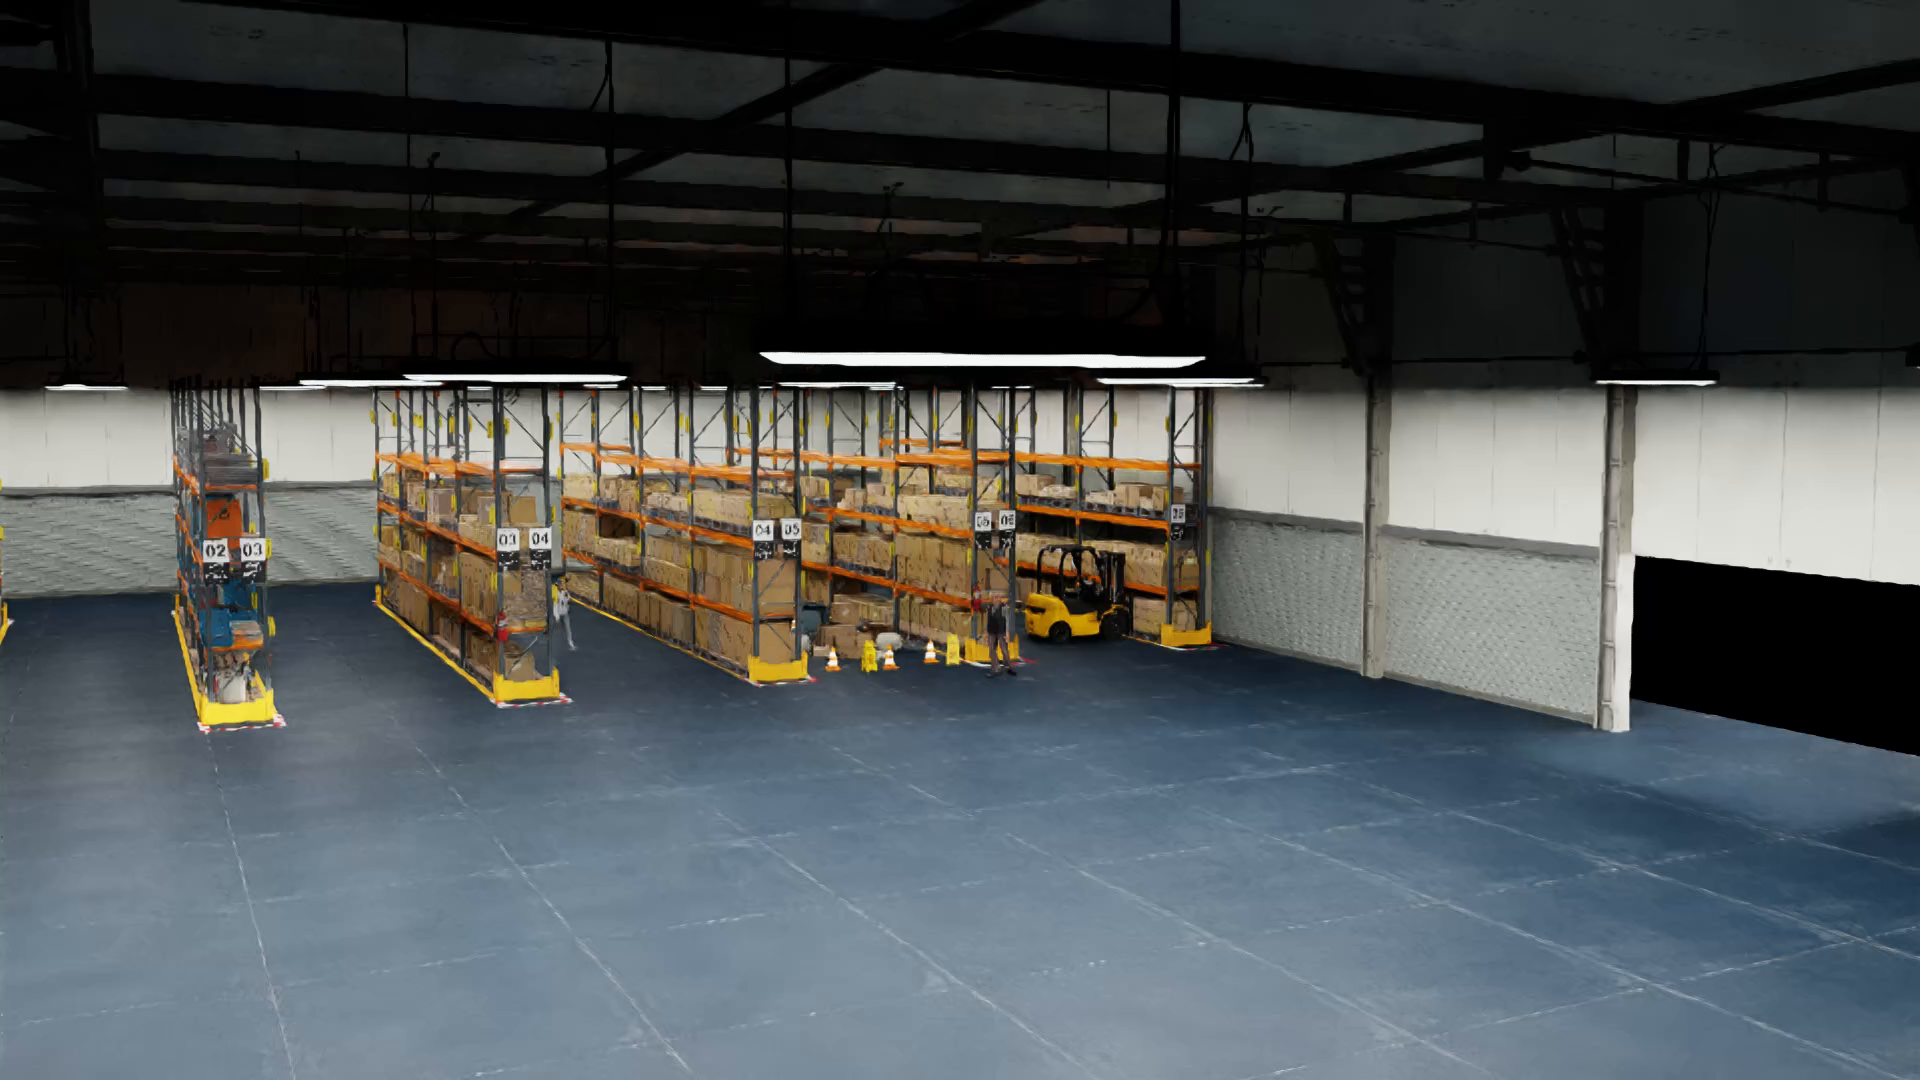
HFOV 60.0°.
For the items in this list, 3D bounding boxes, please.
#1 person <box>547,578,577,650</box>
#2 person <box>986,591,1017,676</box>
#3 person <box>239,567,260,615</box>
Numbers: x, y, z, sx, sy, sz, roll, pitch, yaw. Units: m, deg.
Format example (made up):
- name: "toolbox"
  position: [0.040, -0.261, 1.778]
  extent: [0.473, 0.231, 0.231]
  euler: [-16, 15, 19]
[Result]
- name: "person"
  position: [-8.879, 1.622, 36.908]
  extent: [0.511, 1.598, 1.057]
  euler: [-4, 6, -36]
- name: "person"
  position: [0.812, 1.887, 33.646]
  extent: [0.627, 1.713, 0.536]
  euler: [4, 6, 35]
- name: "person"
  position: [-18.188, 1.084, 42.340]
  extent: [0.528, 1.727, 1.030]
  euler: [-3, 6, -34]
